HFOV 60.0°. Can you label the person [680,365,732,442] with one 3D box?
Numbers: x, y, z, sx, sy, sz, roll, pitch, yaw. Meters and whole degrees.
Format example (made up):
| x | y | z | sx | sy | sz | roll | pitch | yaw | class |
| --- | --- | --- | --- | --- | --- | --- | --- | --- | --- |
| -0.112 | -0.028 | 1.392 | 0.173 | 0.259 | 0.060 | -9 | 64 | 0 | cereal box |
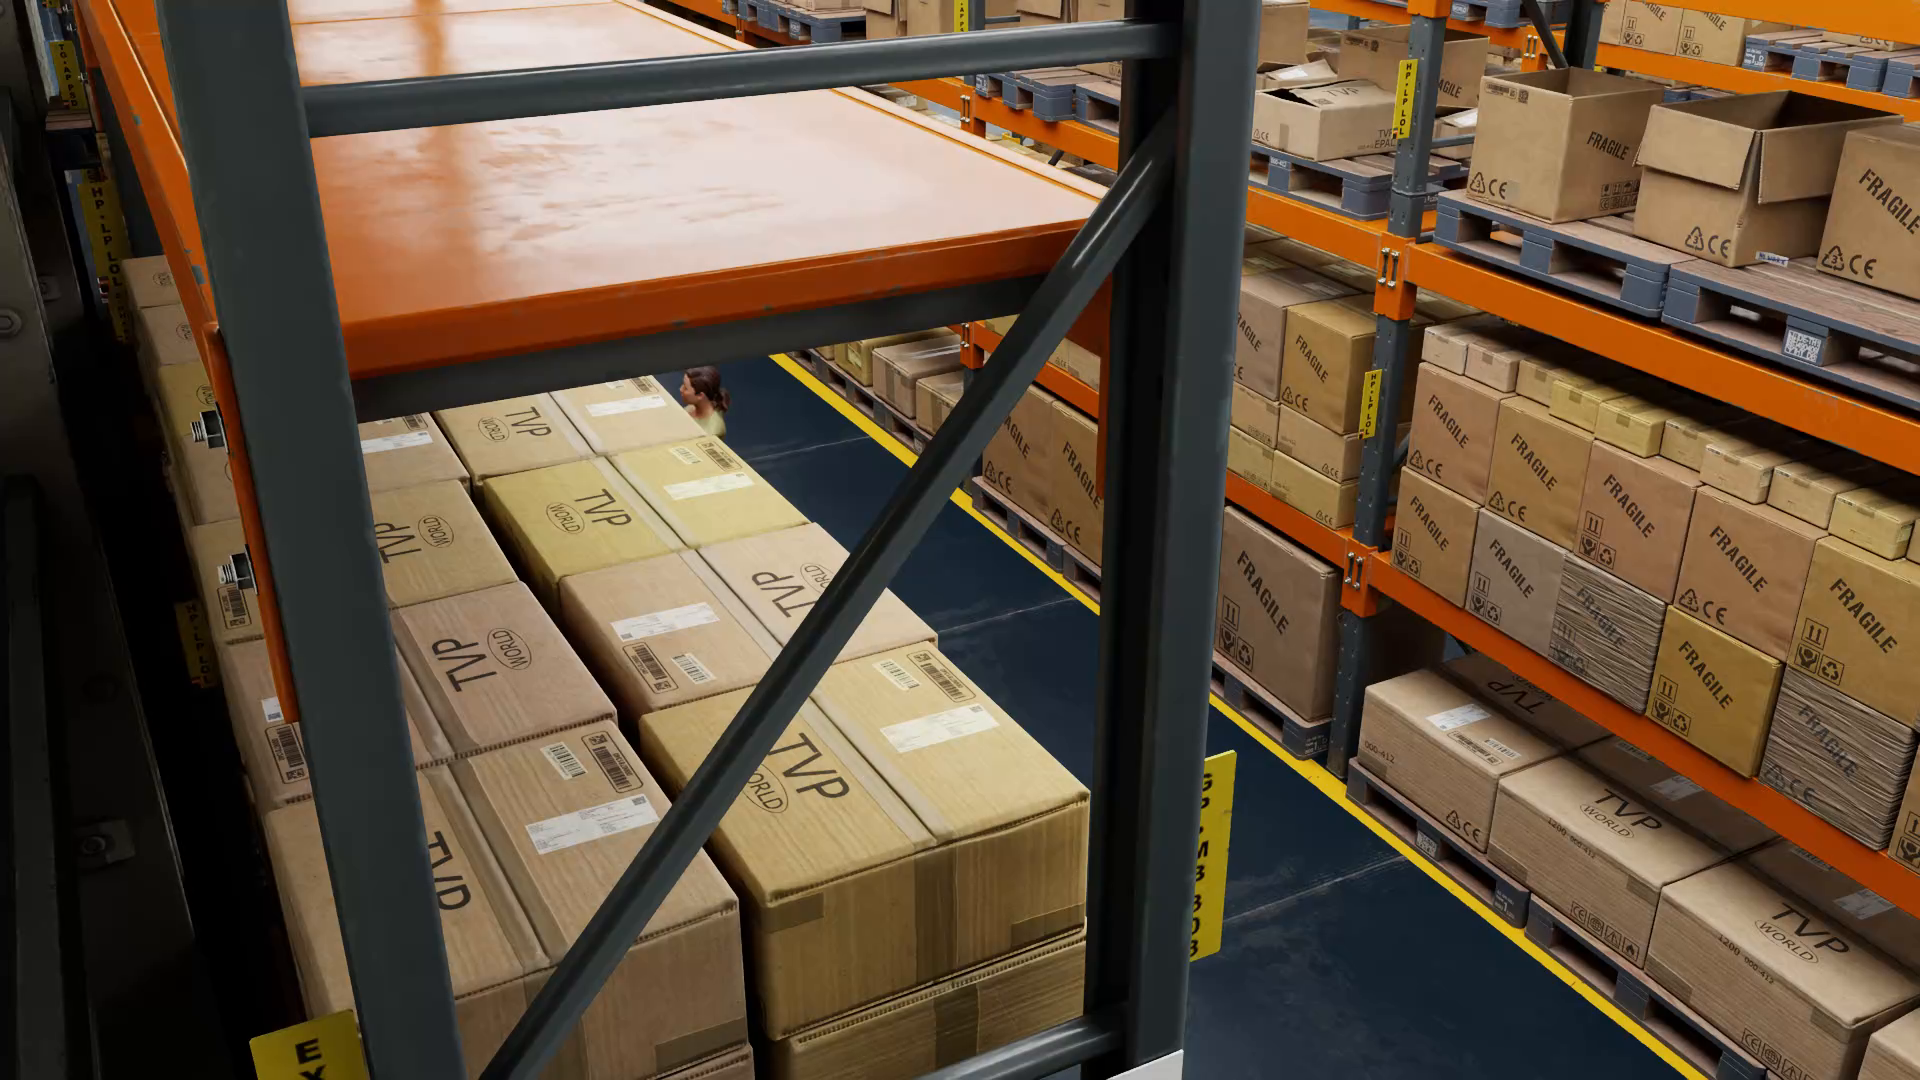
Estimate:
| x | y | z | sx | sy | sz | roll | pitch | yaw | class |
| --- | --- | --- | --- | --- | --- | --- | --- | --- | --- |
| -1.564 | -0.308 | 9.748 | 0.442 | 1.663 | 0.728 | -11 | 28 | -21 | person |
